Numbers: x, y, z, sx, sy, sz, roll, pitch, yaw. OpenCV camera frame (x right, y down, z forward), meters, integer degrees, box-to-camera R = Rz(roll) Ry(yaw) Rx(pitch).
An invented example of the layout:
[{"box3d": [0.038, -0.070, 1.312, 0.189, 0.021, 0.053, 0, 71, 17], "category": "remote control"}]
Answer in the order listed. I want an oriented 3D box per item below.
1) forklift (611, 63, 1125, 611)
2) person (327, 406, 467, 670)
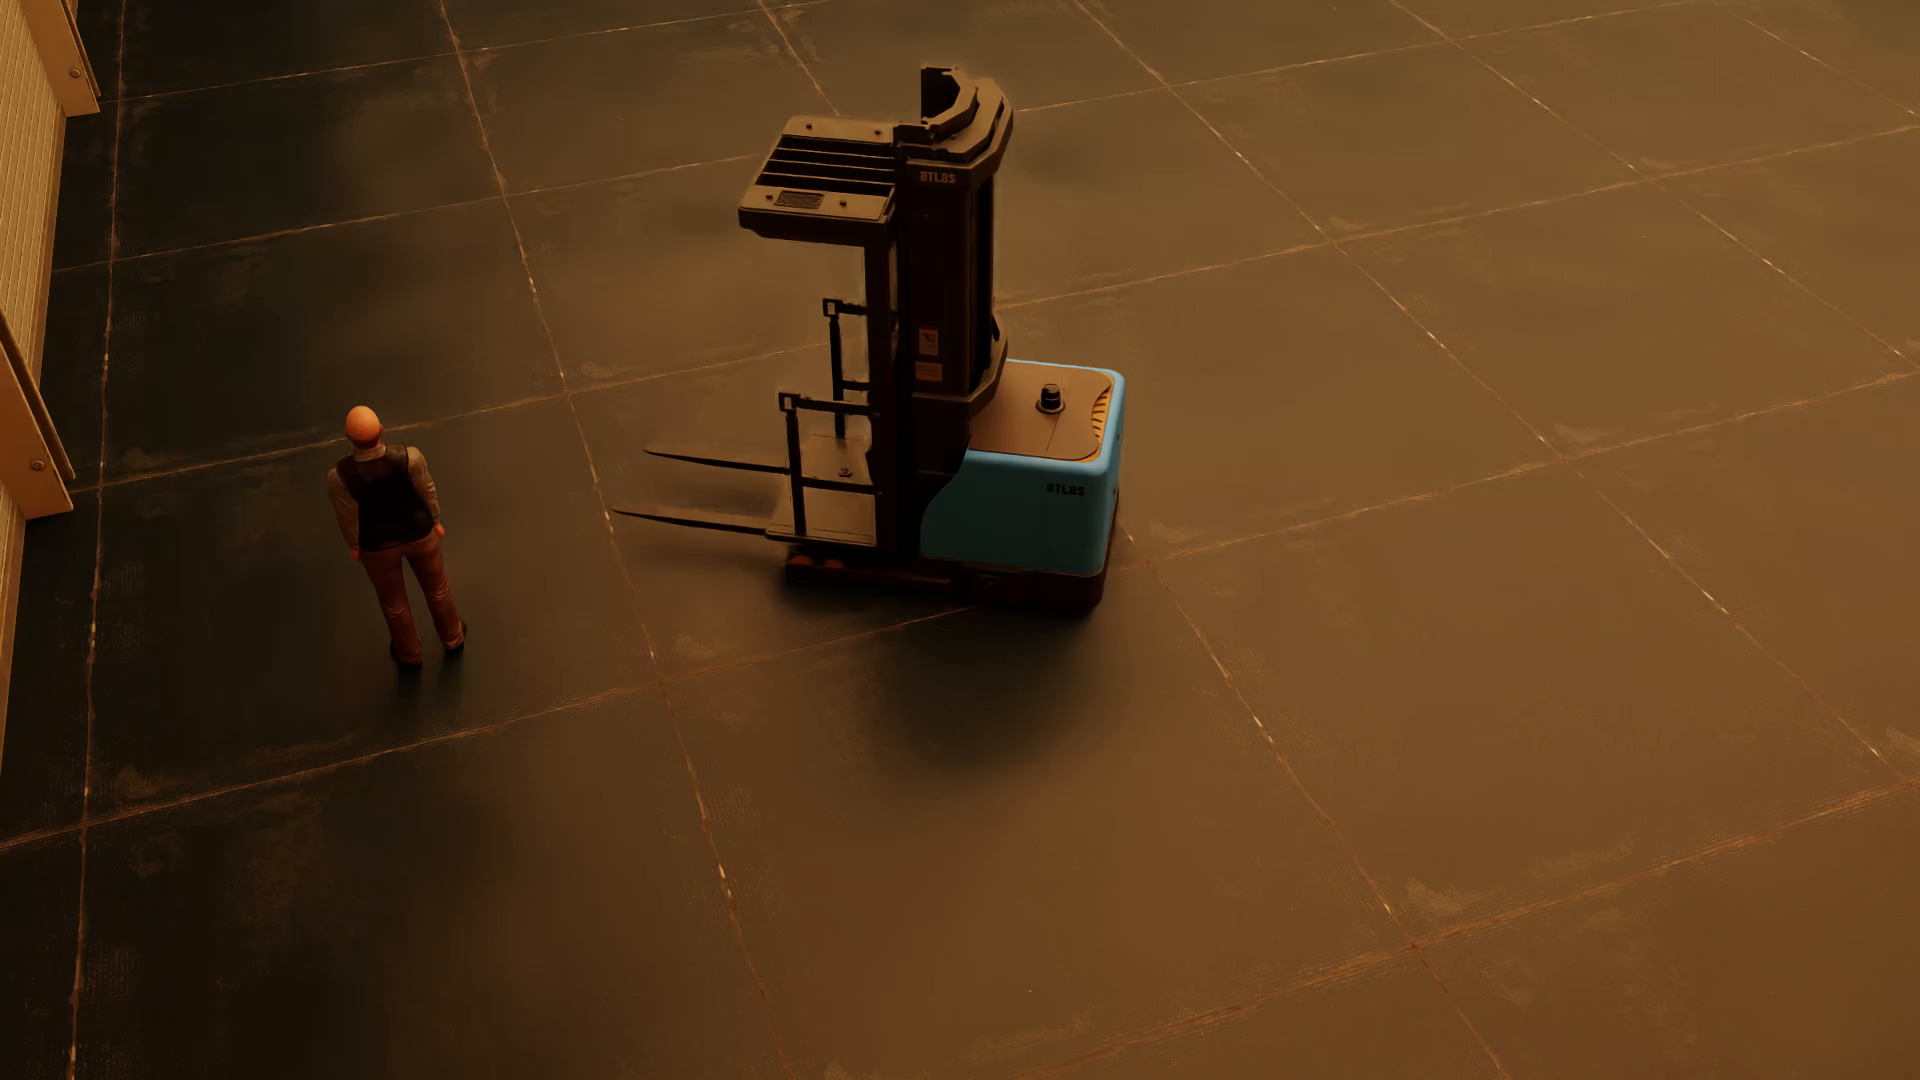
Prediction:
[{"box3d": [-0.584, -1.172, 9.392, 3.031, 2.935, 1.130, 7, 40, 8], "category": "forklift"}, {"box3d": [-3.048, -0.023, 8.966, 0.524, 1.723, 0.374, -19, 43, -21], "category": "person"}]
